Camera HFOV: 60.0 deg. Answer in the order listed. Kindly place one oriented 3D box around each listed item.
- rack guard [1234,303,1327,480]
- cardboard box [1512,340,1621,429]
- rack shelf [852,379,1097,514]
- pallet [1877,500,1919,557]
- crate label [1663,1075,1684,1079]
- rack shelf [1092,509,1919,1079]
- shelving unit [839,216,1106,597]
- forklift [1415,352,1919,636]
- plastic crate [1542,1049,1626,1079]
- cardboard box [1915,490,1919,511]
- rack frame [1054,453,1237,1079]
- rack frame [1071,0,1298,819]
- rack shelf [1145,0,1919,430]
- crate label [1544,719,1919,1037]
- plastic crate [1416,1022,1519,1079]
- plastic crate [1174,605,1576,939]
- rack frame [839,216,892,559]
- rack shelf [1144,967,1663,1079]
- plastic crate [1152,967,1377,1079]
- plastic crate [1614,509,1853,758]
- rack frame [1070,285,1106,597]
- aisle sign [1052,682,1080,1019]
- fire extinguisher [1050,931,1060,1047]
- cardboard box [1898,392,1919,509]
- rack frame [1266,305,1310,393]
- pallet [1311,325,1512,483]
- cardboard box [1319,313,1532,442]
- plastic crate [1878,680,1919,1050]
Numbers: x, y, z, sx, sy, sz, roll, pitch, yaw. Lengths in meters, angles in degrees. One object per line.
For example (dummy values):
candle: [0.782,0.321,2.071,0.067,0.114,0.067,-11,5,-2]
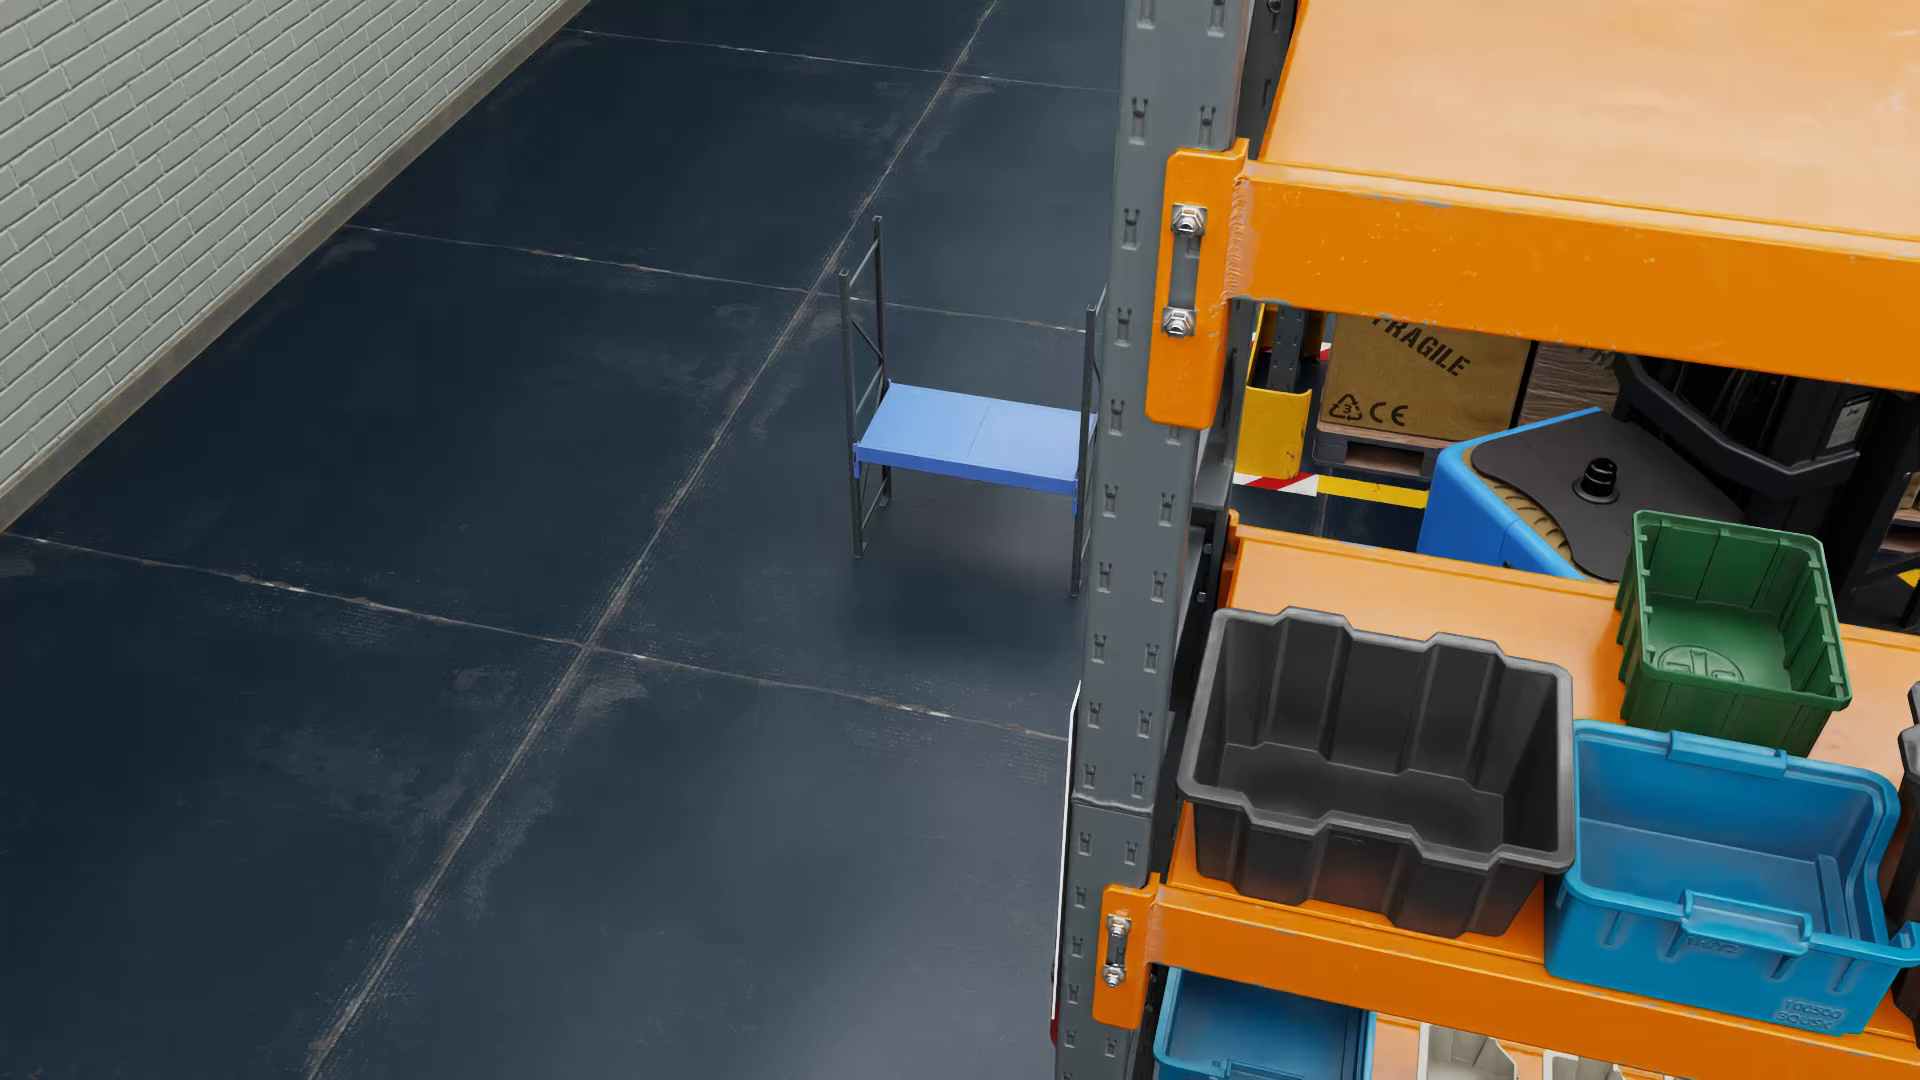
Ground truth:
rack guard: [1.621,-0.865,8.391,0.348,0.500,1.175,10,41,11]
cardboard box: [3.162,-0.957,7.883,0.875,0.875,0.875,10,41,11]
rack shelf: [0.082,-0.422,7.366,1.000,0.185,0.538,10,41,11]
pallet: [4.794,-0.260,7.896,1.213,0.211,1.003,10,41,11]
crate label: [1.750,1.448,3.852,0.243,0.136,0.396,10,41,11]
rack shelf: [2.296,0.718,2.789,4.000,0.370,1.077,10,41,11]
shelving unit: [0.082,-0.560,7.251,1.048,1.500,0.538,10,41,11]
forklift: [3.424,-0.730,6.340,3.031,2.935,1.130,-15,42,-17]
plastic crate: [1.475,1.417,3.889,0.243,0.136,0.396,10,41,11]
cardboard box: [4.891,-0.660,7.529,0.875,0.875,0.875,10,41,11]
rack frame: [0.364,1.259,3.919,0.127,3.000,1.000,10,41,11]
rack frame: [0.364,-1.038,1.989,0.127,3.000,1.000,10,41,11]
rack shelf: [2.296,-0.277,1.953,4.000,0.370,1.077,10,41,11]
crate label: [1.172,0.521,2.580,0.502,0.251,0.408,10,41,11]
plastic crate: [1.199,1.360,3.957,0.243,0.136,0.396,10,41,11]
plastic crate: [0.664,0.398,2.714,0.590,0.269,0.497,10,41,11]
rack frame: [-0.409,-0.645,7.351,0.032,1.500,0.500,10,41,11]
rack shelf: [2.296,1.867,3.754,4.000,0.370,1.077,10,41,11]
plastic crate: [0.736,1.162,3.960,0.499,0.435,0.616,10,41,11]
plastic crate: [1.391,0.178,3.038,0.336,0.188,0.450,10,41,11]
rack frame: [0.573,-0.476,7.150,0.032,1.500,0.500,10,41,11]
aisle sign: [0.218,0.436,2.877,0.004,0.787,0.394,10,41,11]
fire extinguisher: [0.336,1.124,4.429,0.183,0.674,0.296,10,41,11]
cardboard box: [4.022,-0.809,7.707,0.875,0.875,0.875,10,41,11]
rack frame: [1.644,-1.818,7.582,0.127,3.000,1.000,10,41,11]
pallet: [2.437,-0.666,8.379,1.213,0.211,1.003,10,41,11]
cardboard box: [2.283,-1.109,8.063,0.875,0.875,0.875,10,41,11]
plastic crate: [1.769,0.559,2.468,0.767,0.338,0.504,10,41,11]
